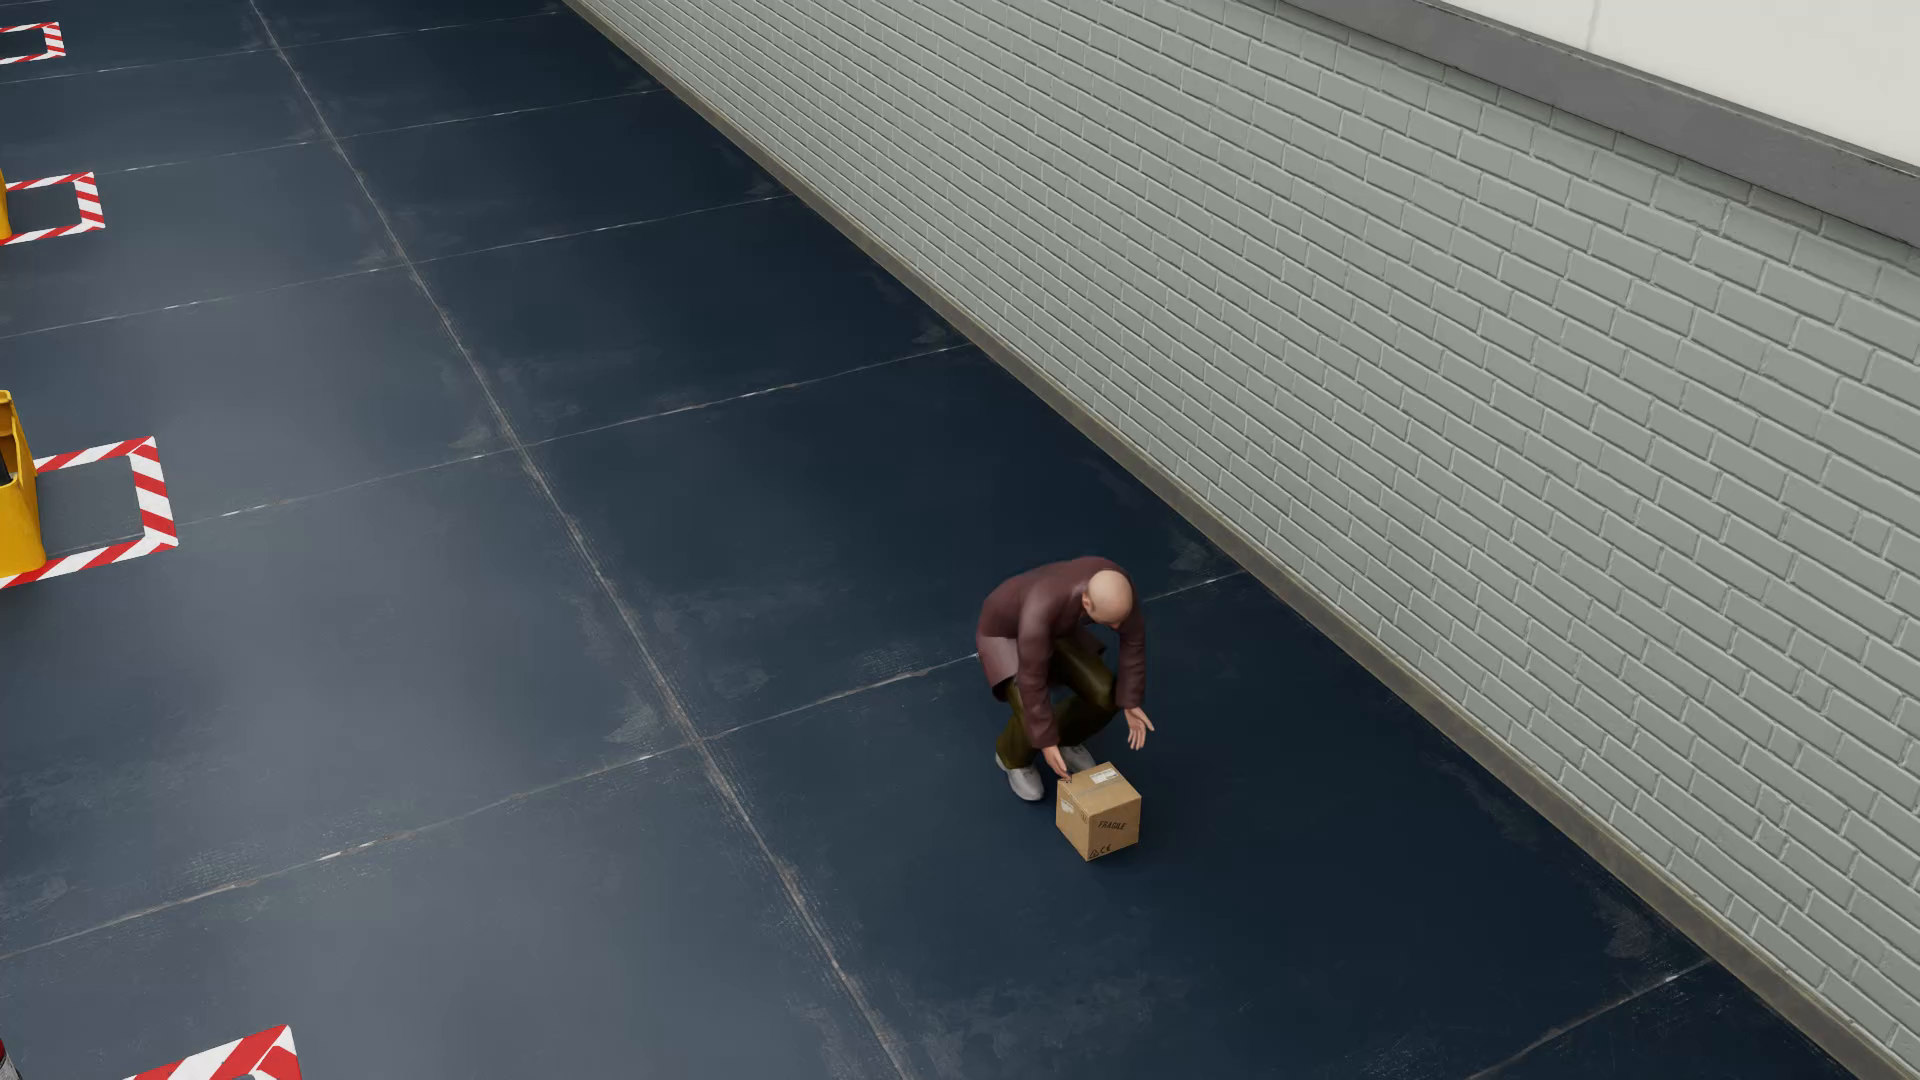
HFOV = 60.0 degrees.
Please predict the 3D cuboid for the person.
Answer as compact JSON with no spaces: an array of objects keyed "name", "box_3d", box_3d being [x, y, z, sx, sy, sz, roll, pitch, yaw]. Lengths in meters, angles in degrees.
[{"name":"person","box_3d":[0.420,0.563,6.909,0.613,1.092,0.862,-16,36,-23]}]
